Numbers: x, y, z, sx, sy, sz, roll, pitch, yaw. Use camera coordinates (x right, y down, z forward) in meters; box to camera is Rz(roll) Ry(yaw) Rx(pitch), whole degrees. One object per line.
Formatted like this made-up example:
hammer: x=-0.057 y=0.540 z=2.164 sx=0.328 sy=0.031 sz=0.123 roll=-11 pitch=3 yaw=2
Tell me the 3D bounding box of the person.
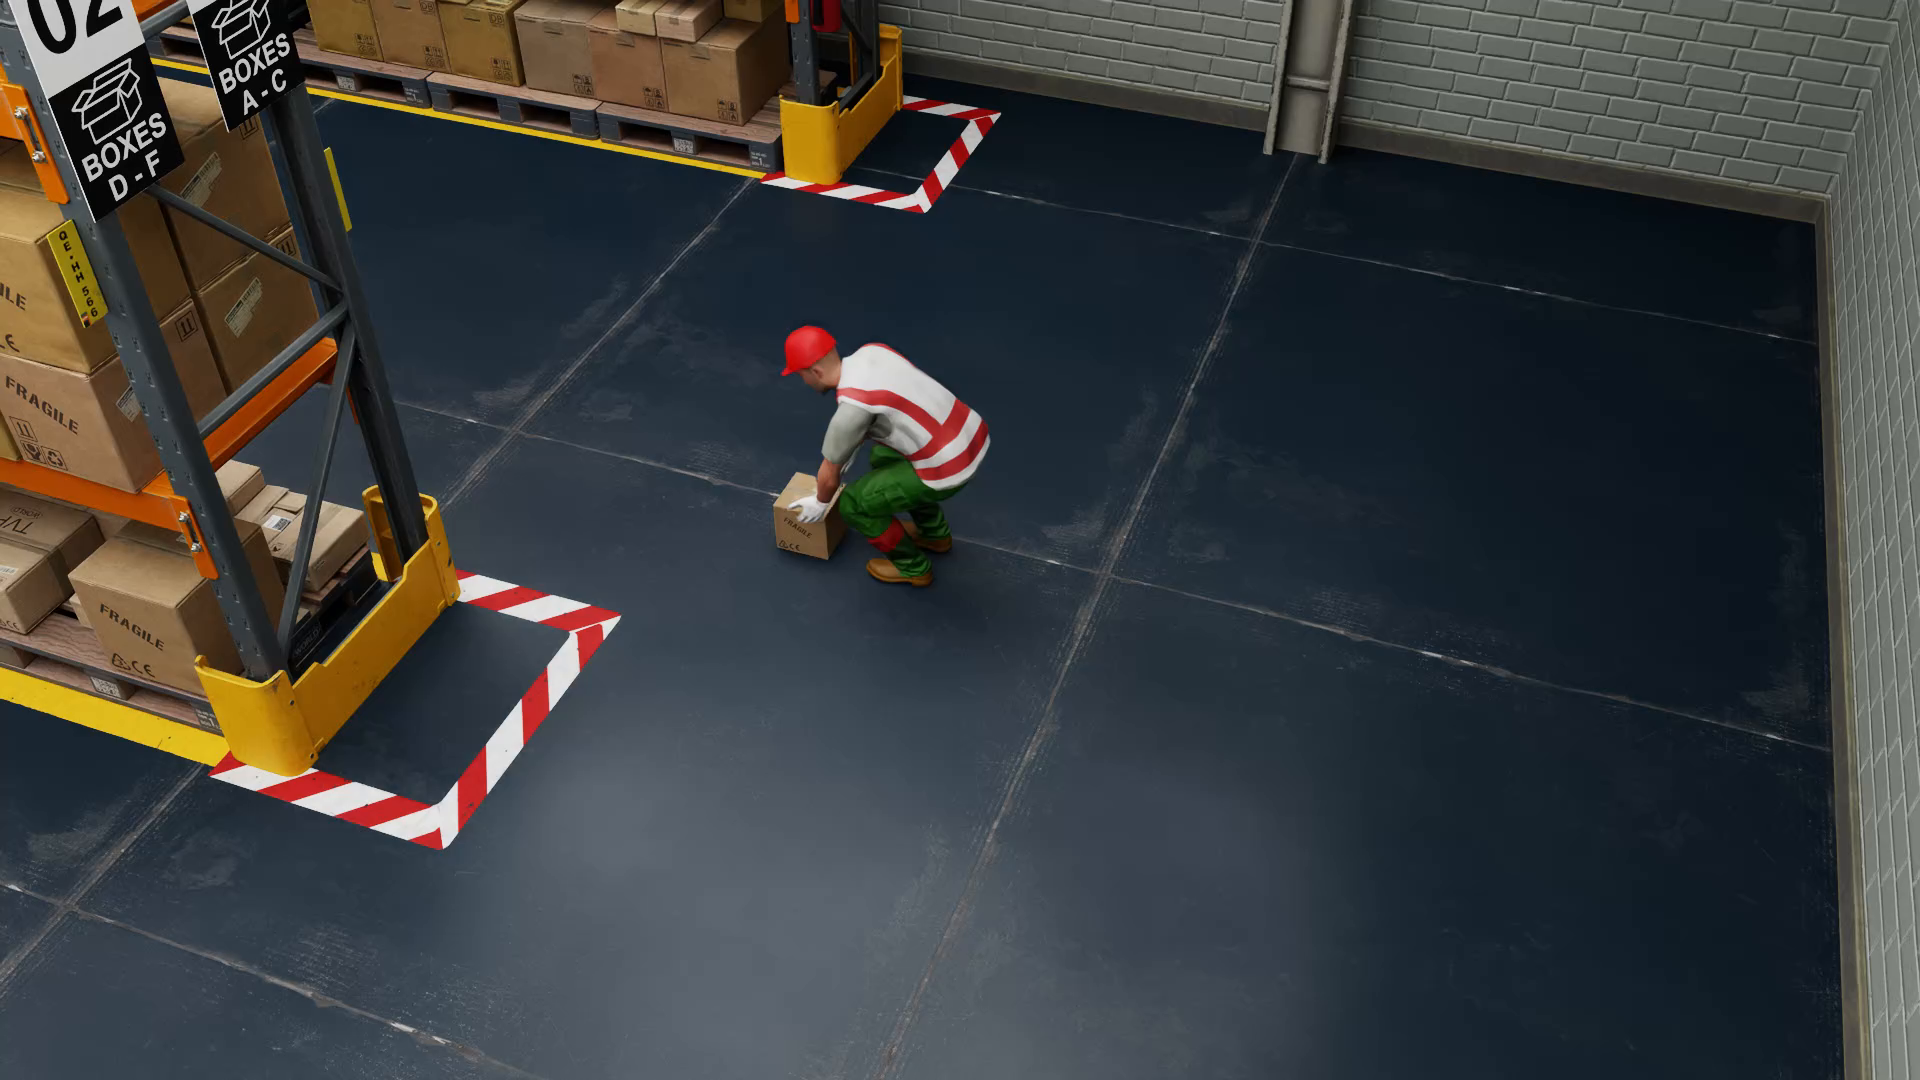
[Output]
person: x=-0.315 y=-0.368 z=6.996 sx=0.852 sy=1.125 sz=0.585 roll=13 pitch=43 yaw=15
